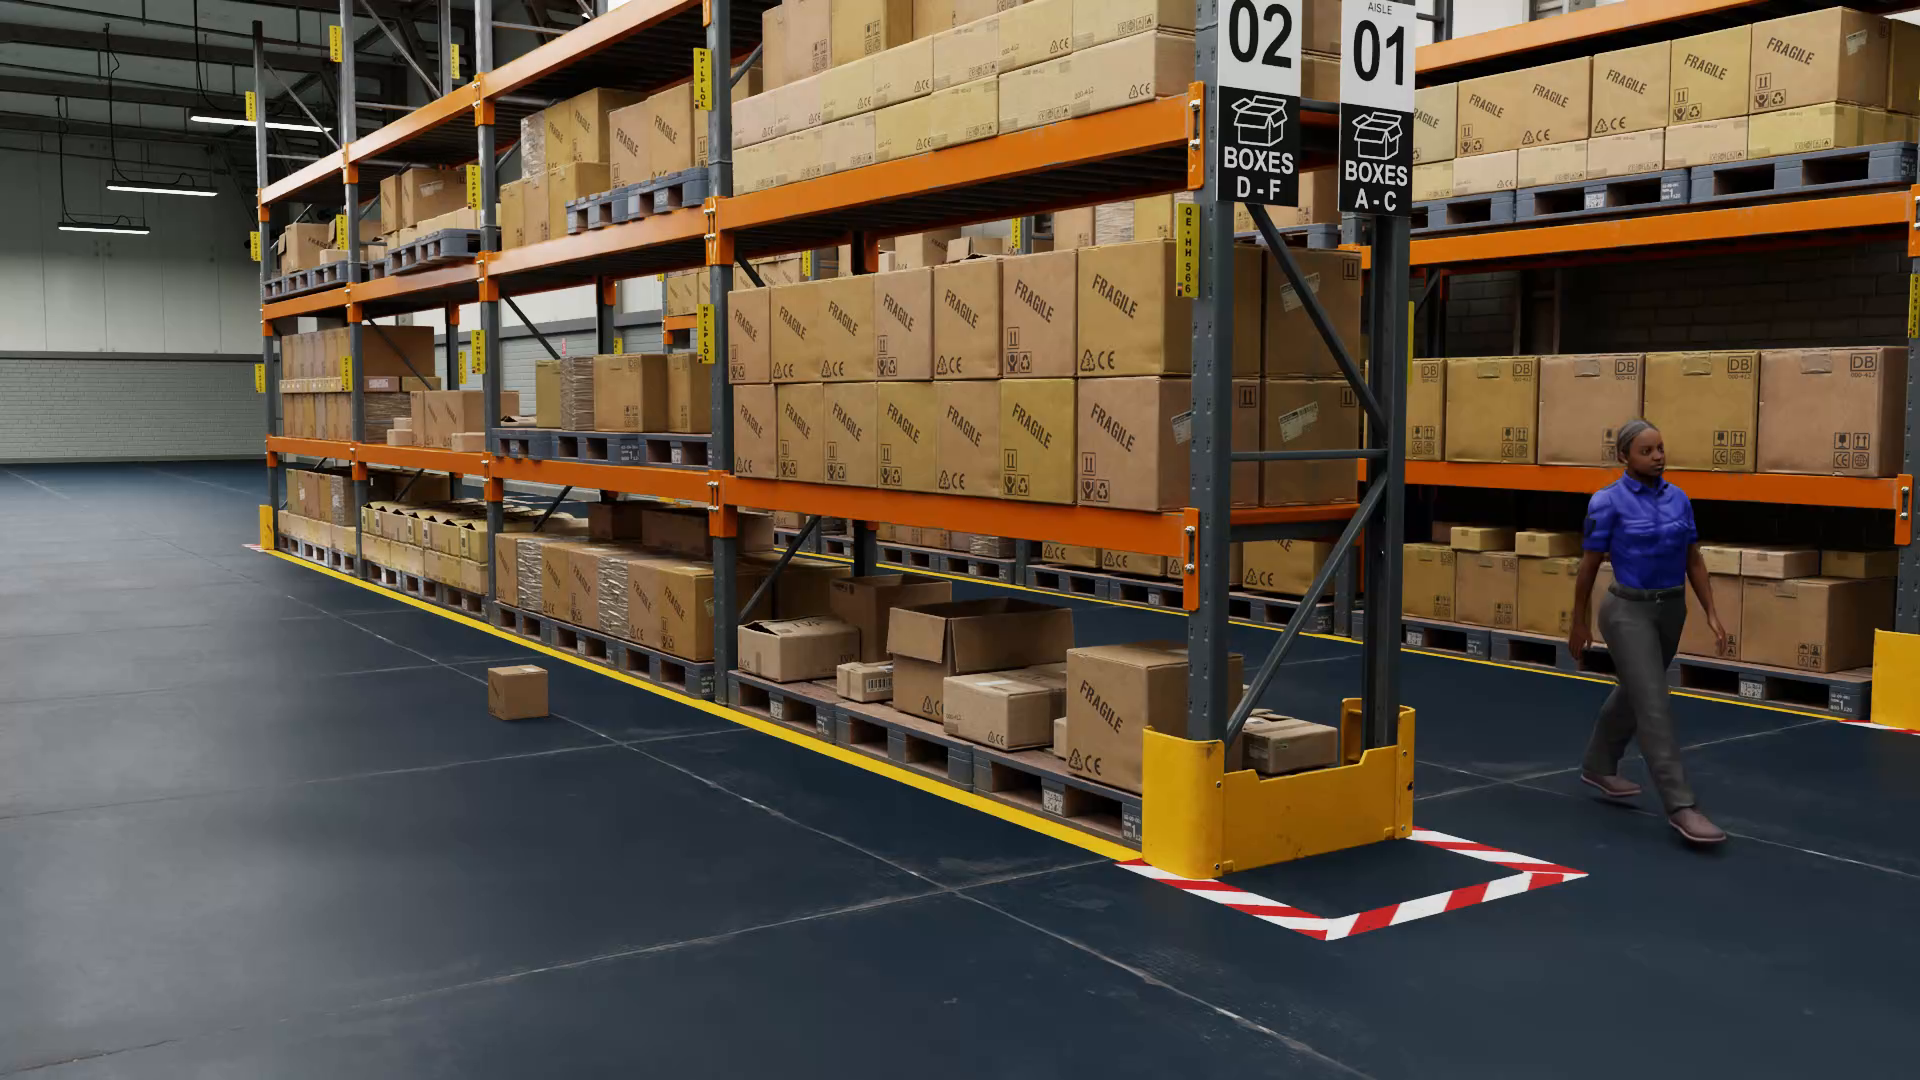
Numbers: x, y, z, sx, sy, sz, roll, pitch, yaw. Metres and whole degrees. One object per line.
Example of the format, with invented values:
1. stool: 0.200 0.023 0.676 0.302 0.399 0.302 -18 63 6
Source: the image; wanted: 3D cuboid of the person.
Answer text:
1. person: 2.774 0.286 6.739 0.501 1.546 0.808 -2 5 -18
